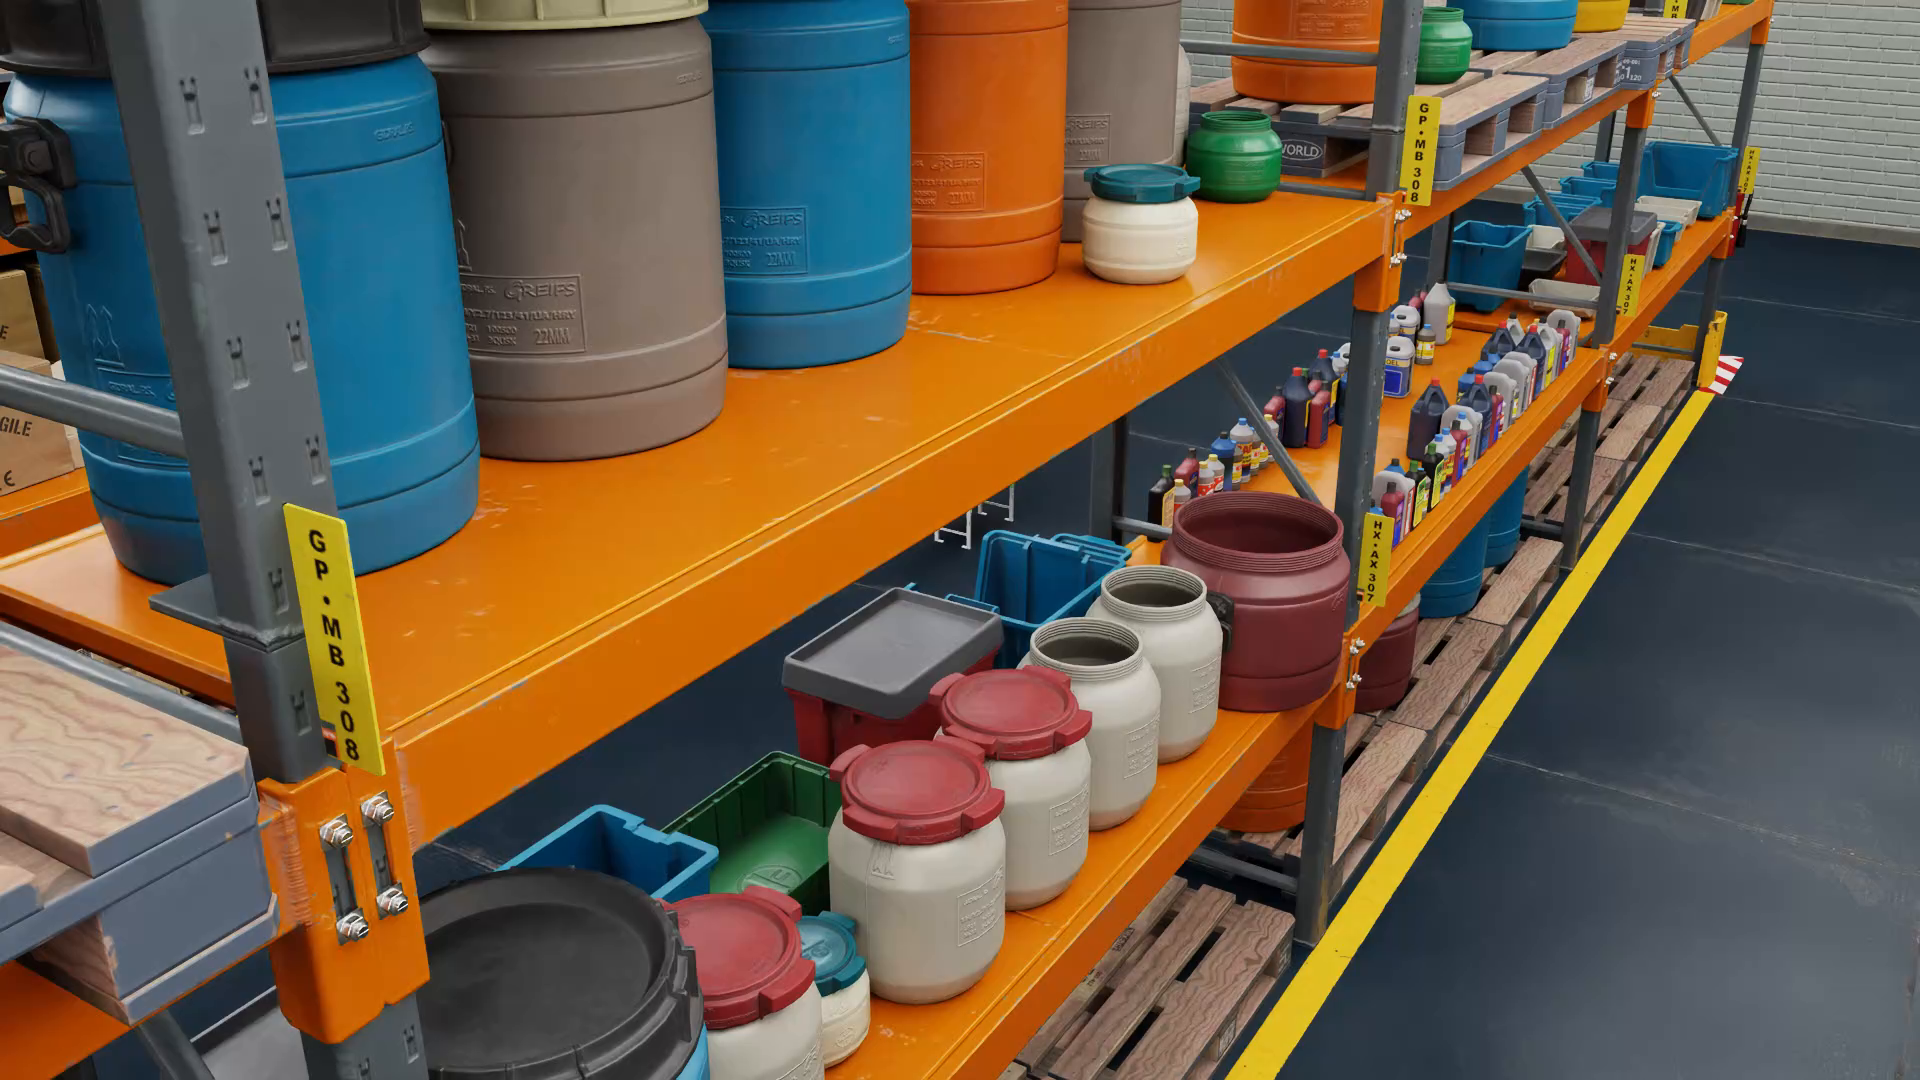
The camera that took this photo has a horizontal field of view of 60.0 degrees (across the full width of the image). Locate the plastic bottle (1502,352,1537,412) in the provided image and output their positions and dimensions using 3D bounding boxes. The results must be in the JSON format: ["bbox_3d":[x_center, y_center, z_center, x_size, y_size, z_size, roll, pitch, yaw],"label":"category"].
[{"bbox_3d":[2.648,-0.769,7.906,0.152,0.276,0.135,14,27,29],"label":"plastic bottle"}]

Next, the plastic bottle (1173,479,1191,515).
[{"bbox_3d":[0.857,-0.140,6.547,0.097,0.201,0.097,0,23,0],"label":"plastic bottle"}]

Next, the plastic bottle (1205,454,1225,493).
[{"bbox_3d":[1.030,-0.251,6.803,0.097,0.201,0.097,0,23,0],"label":"plastic bottle"}]

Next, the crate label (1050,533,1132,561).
[{"bbox_3d":[0.389,0.171,5.791,0.303,0.233,0.416,14,27,29],"label":"crate label"}]

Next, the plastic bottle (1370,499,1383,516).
[{"bbox_3d":[1.517,-0.023,6.188,0.097,0.271,0.097,0,23,0],"label":"plastic bottle"}]

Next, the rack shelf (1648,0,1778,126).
[{"bbox_3d":[4.095,-3.041,10.130,1.077,0.370,4.000,14,27,29],"label":"rack shelf"}]

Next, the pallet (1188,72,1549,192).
[{"bbox_3d":[1.416,-1.497,5.895,1.003,0.211,1.213,14,27,29],"label":"pallet"}]

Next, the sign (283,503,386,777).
[{"bbox_3d":[-0.719,0.118,1.914,0.100,0.325,0.005,14,27,29],"label":"sign"}]

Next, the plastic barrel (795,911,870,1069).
[{"bbox_3d":[-0.352,1.029,3.771,0.301,0.262,0.301,0,23,0],"label":"plastic barrel"}]

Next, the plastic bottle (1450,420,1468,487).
[{"bbox_3d":[2.081,-0.375,6.988,0.061,0.283,0.133,14,27,29],"label":"plastic bottle"}]

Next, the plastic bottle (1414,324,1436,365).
[{"bbox_3d":[2.395,-1.009,8.555,0.097,0.201,0.097,0,23,0],"label":"plastic bottle"}]

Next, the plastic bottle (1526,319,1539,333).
[{"bbox_3d":[2.991,-1.048,8.645,0.097,0.201,0.097,0,23,0],"label":"plastic bottle"}]

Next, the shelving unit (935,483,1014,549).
[{"bbox_3d":[0.087,-0.606,9.641,0.258,1.200,0.503,14,27,29],"label":"shelving unit"}]

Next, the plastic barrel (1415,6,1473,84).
[{"bbox_3d":[1.684,-1.777,5.971,0.294,0.245,0.294,0,23,0],"label":"plastic barrel"}]

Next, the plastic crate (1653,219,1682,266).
[{"bbox_3d":[4.284,-1.874,10.438,0.416,0.233,0.300,14,27,29],"label":"plastic crate"}]

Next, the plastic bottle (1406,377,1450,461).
[{"bbox_3d":[2.051,-0.533,7.268,0.144,0.351,0.185,14,27,29],"label":"plastic bottle"}]

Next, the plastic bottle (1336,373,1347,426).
[{"bbox_3d":[1.796,-0.664,7.671,0.097,0.271,0.097,0,23,0],"label":"plastic bottle"}]

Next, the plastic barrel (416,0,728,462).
[{"bbox_3d":[-0.751,-0.664,3.102,0.600,0.901,0.600,0,23,0],"label":"plastic barrel"}]

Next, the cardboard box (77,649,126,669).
[{"bbox_3d":[-3.881,0.377,7.329,0.500,0.311,0.500,14,27,29],"label":"cardboard box"}]

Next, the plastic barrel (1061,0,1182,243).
[{"bbox_3d":[0.312,-1.345,4.674,0.600,0.901,0.600,0,23,0],"label":"plastic barrel"}]

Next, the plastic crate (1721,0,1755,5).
[{"bbox_3d":[4.872,-3.557,10.681,0.450,0.188,0.336,14,27,29],"label":"plastic crate"}]

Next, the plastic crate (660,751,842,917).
[{"bbox_3d":[-0.501,0.830,4.323,0.450,0.188,0.662,14,27,29],"label":"plastic crate"}]

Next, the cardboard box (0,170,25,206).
[{"bbox_3d":[-6.729,-2.523,11.276,0.500,0.500,0.500,15,28,31],"label":"cardboard box"}]

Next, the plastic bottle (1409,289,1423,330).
[{"bbox_3d":[2.413,-1.187,8.863,0.061,0.283,0.133,14,27,29],"label":"plastic bottle"}]

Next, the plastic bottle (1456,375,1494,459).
[{"bbox_3d":[2.252,-0.547,7.299,0.144,0.351,0.185,14,27,29],"label":"plastic bottle"}]

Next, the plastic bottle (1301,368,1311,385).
[{"bbox_3d":[1.551,-0.635,7.589,0.061,0.283,0.133,14,27,29],"label":"plastic bottle"}]

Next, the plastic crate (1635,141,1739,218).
[{"bbox_3d":[5.132,-2.562,11.772,0.616,0.435,0.499,14,27,29],"label":"plastic crate"}]

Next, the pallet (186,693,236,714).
[{"bbox_3d":[-3.744,0.540,8.237,1.003,0.211,1.213,14,27,29],"label":"pallet"}]

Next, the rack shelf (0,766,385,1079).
[{"bbox_3d":[-2.235,1.009,0.774,1.077,0.370,4.000,14,27,29],"label":"rack shelf"}]

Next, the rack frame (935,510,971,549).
[{"bbox_3d":[-0.041,-0.524,9.450,0.240,1.200,0.015,14,27,29],"label":"rack frame"}]

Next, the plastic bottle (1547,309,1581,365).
[{"bbox_3d":[3.106,-1.062,8.584,0.152,0.276,0.135,14,27,29],"label":"plastic bottle"}]

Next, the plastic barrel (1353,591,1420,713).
[{"bbox_3d":[1.769,0.394,7.571,0.600,0.588,0.708,14,27,29],"label":"plastic barrel"}]

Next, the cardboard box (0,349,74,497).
[{"bbox_3d":[-4.148,-0.485,6.970,0.500,0.500,0.500,12,26,26],"label":"cardboard box"}]

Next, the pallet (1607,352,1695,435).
[{"bbox_3d":[4.682,-1.120,12.072,1.003,0.211,1.213,14,27,29],"label":"pallet"}]

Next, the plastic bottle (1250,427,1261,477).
[{"bbox_3d":[1.235,-0.382,7.107,0.097,0.201,0.097,0,23,0],"label":"plastic bottle"}]

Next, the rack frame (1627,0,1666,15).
[{"bbox_3d":[3.040,-4.073,7.832,1.000,3.000,0.127,14,27,29],"label":"rack frame"}]

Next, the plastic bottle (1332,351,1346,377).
[{"bbox_3d":[1.777,-0.760,7.893,0.097,0.271,0.097,0,23,0],"label":"plastic bottle"}]

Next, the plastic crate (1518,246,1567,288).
[{"bbox_3d":[3.402,-1.655,10.069,0.437,0.125,0.590,14,27,29],"label":"plastic crate"}]

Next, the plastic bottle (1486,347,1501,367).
[{"bbox_3d":[2.532,-0.786,7.953,0.097,0.271,0.097,0,23,0],"label":"plastic bottle"}]

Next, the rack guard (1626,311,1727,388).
[{"bbox_3d":[5.151,-1.534,12.664,1.175,0.500,0.348,14,27,29],"label":"rack guard"}]

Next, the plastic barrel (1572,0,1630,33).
[{"bbox_3d":[2.731,-2.625,7.497,0.600,0.588,0.600,0,23,0],"label":"plastic barrel"}]

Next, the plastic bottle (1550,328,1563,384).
[{"bbox_3d":[2.914,-0.939,8.299,0.152,0.276,0.135,14,27,29],"label":"plastic bottle"}]

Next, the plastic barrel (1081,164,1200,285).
[{"bbox_3d":[0.457,-0.805,4.232,0.301,0.262,0.301,0,23,0],"label":"plastic barrel"}]

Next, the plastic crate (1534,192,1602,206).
[{"bbox_3d":[4.045,-2.162,11.104,0.416,0.233,0.300,14,27,29],"label":"plastic crate"}]

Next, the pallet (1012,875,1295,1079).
[{"bbox_3d":[0.488,1.563,5.874,1.003,0.211,1.213,14,27,29],"label":"pallet"}]

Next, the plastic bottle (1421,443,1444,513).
[{"bbox_3d":[1.908,-0.264,6.732,0.061,0.283,0.133,14,27,29],"label":"plastic bottle"}]

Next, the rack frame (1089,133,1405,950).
[{"bbox_3d":[0.930,0.030,5.905,1.000,3.000,0.127,14,27,29],"label":"rack frame"}]

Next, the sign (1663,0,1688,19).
[{"bbox_3d":[3.506,-2.585,8.158,0.100,0.325,0.005,14,27,29],"label":"sign"}]

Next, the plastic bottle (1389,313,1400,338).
[{"bbox_3d":[2.194,-1.028,8.510,0.097,0.271,0.097,0,23,0],"label":"plastic bottle"}]

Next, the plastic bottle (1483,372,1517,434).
[{"bbox_3d":[2.454,-0.645,7.621,0.152,0.276,0.135,14,27,29],"label":"plastic bottle"}]

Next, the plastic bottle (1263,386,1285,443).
[{"bbox_3d":[1.383,-0.528,7.341,0.061,0.283,0.133,14,27,29],"label":"plastic bottle"}]

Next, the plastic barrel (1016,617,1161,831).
[{"bbox_3d":[0.346,0.513,4.649,0.421,0.512,0.421,0,23,0],"label":"plastic barrel"}]

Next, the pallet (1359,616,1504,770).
[{"bbox_3d":[1.954,0.625,8.041,1.003,0.211,1.213,14,27,29],"label":"pallet"}]

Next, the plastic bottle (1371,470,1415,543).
[{"bbox_3d":[1.677,-0.147,6.471,0.152,0.276,0.135,14,27,29],"label":"plastic bottle"}]

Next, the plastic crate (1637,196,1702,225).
[{"bbox_3d":[4.873,-2.263,11.459,0.396,0.136,0.243,14,27,29],"label":"plastic crate"}]

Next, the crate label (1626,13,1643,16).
[{"bbox_3d":[3.543,-2.680,8.721,0.293,0.136,0.466,14,27,29],"label":"crate label"}]

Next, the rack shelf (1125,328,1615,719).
[{"bbox_3d":[1.985,-0.315,7.607,1.077,0.370,4.000,14,27,29],"label":"rack shelf"}]
